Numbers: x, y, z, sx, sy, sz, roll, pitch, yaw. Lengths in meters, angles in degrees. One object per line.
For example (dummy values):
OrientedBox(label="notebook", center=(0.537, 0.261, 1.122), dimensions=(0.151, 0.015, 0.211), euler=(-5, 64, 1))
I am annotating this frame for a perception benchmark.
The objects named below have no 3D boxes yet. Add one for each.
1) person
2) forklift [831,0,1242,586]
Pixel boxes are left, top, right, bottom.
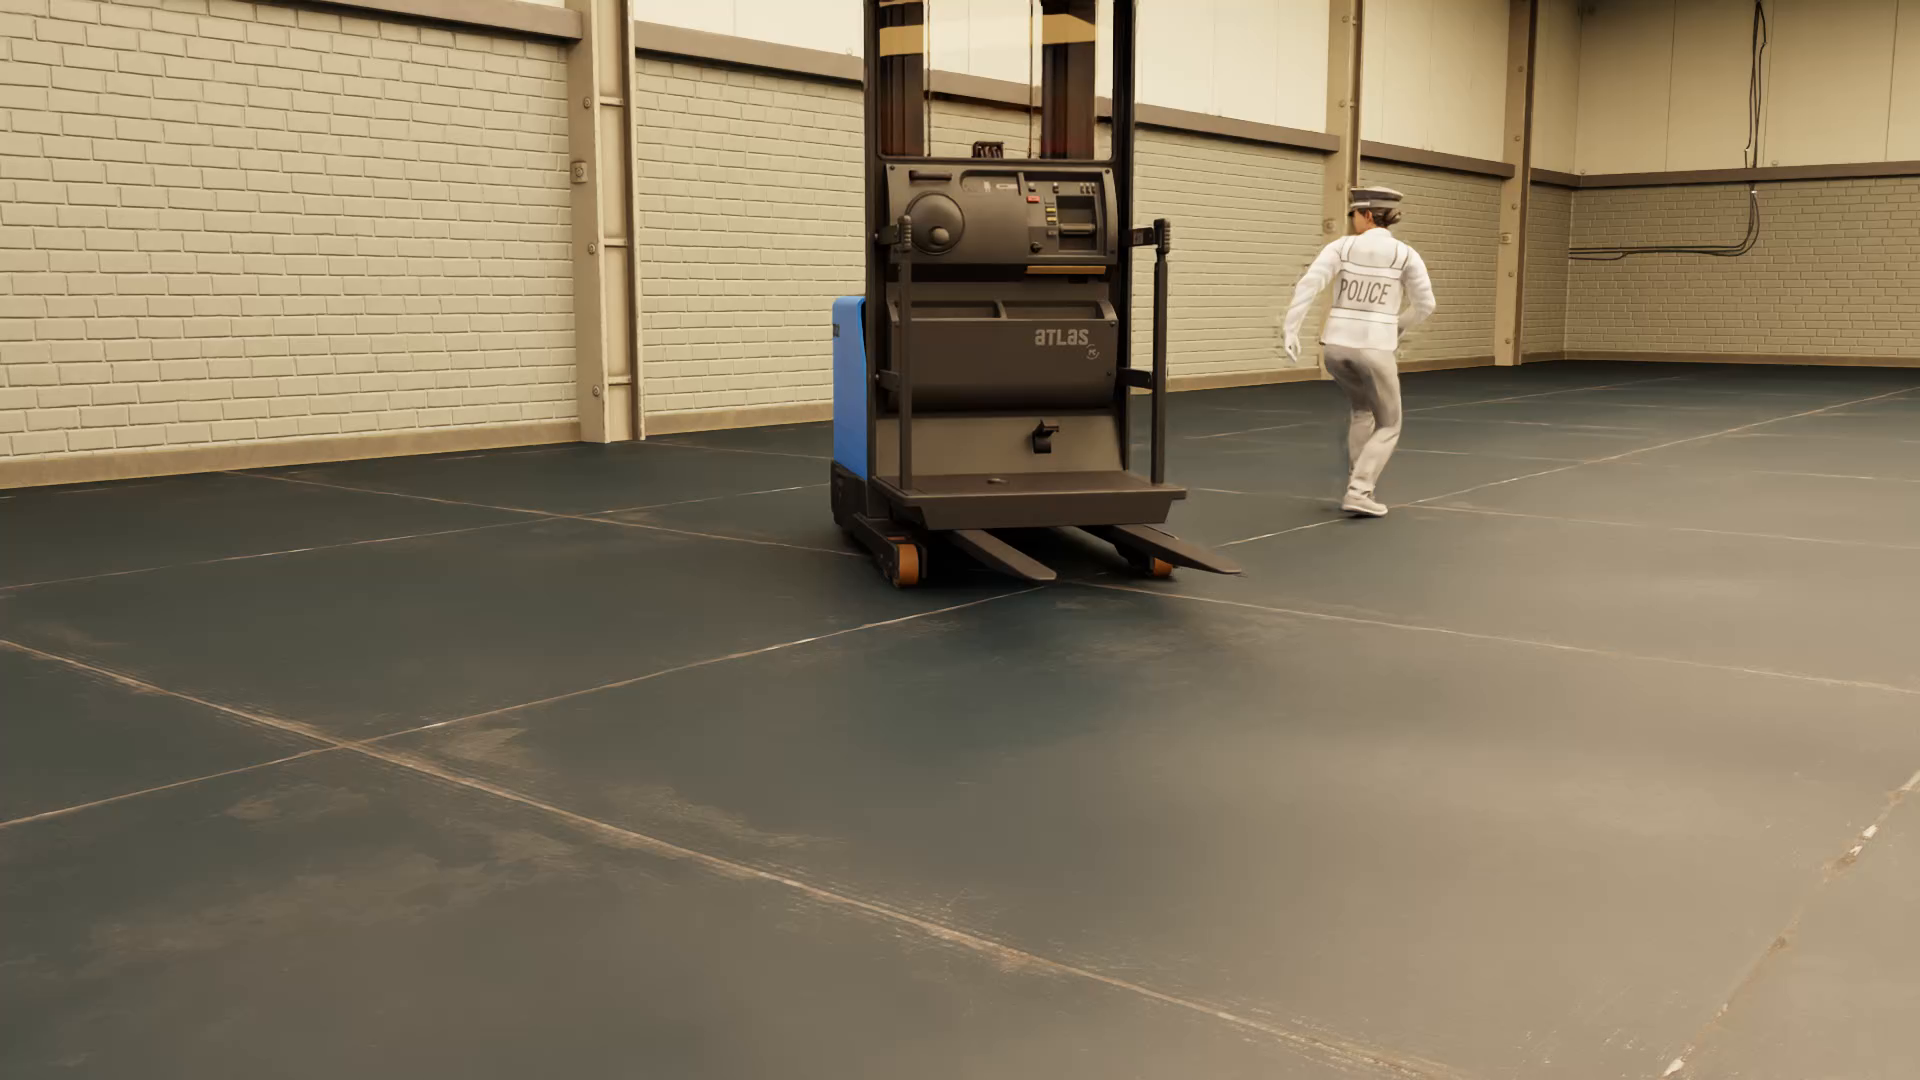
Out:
OrientedBox(label="person", center=(1.984, -0.894, 8.184), dimensions=(0.577, 1.664, 0.734), euler=(6, 10, 37))
OrientedBox(label="forklift", center=(0.219, -1.334, 6.401), dimensions=(1.130, 2.935, 3.031), euler=(-2, 9, -13))
